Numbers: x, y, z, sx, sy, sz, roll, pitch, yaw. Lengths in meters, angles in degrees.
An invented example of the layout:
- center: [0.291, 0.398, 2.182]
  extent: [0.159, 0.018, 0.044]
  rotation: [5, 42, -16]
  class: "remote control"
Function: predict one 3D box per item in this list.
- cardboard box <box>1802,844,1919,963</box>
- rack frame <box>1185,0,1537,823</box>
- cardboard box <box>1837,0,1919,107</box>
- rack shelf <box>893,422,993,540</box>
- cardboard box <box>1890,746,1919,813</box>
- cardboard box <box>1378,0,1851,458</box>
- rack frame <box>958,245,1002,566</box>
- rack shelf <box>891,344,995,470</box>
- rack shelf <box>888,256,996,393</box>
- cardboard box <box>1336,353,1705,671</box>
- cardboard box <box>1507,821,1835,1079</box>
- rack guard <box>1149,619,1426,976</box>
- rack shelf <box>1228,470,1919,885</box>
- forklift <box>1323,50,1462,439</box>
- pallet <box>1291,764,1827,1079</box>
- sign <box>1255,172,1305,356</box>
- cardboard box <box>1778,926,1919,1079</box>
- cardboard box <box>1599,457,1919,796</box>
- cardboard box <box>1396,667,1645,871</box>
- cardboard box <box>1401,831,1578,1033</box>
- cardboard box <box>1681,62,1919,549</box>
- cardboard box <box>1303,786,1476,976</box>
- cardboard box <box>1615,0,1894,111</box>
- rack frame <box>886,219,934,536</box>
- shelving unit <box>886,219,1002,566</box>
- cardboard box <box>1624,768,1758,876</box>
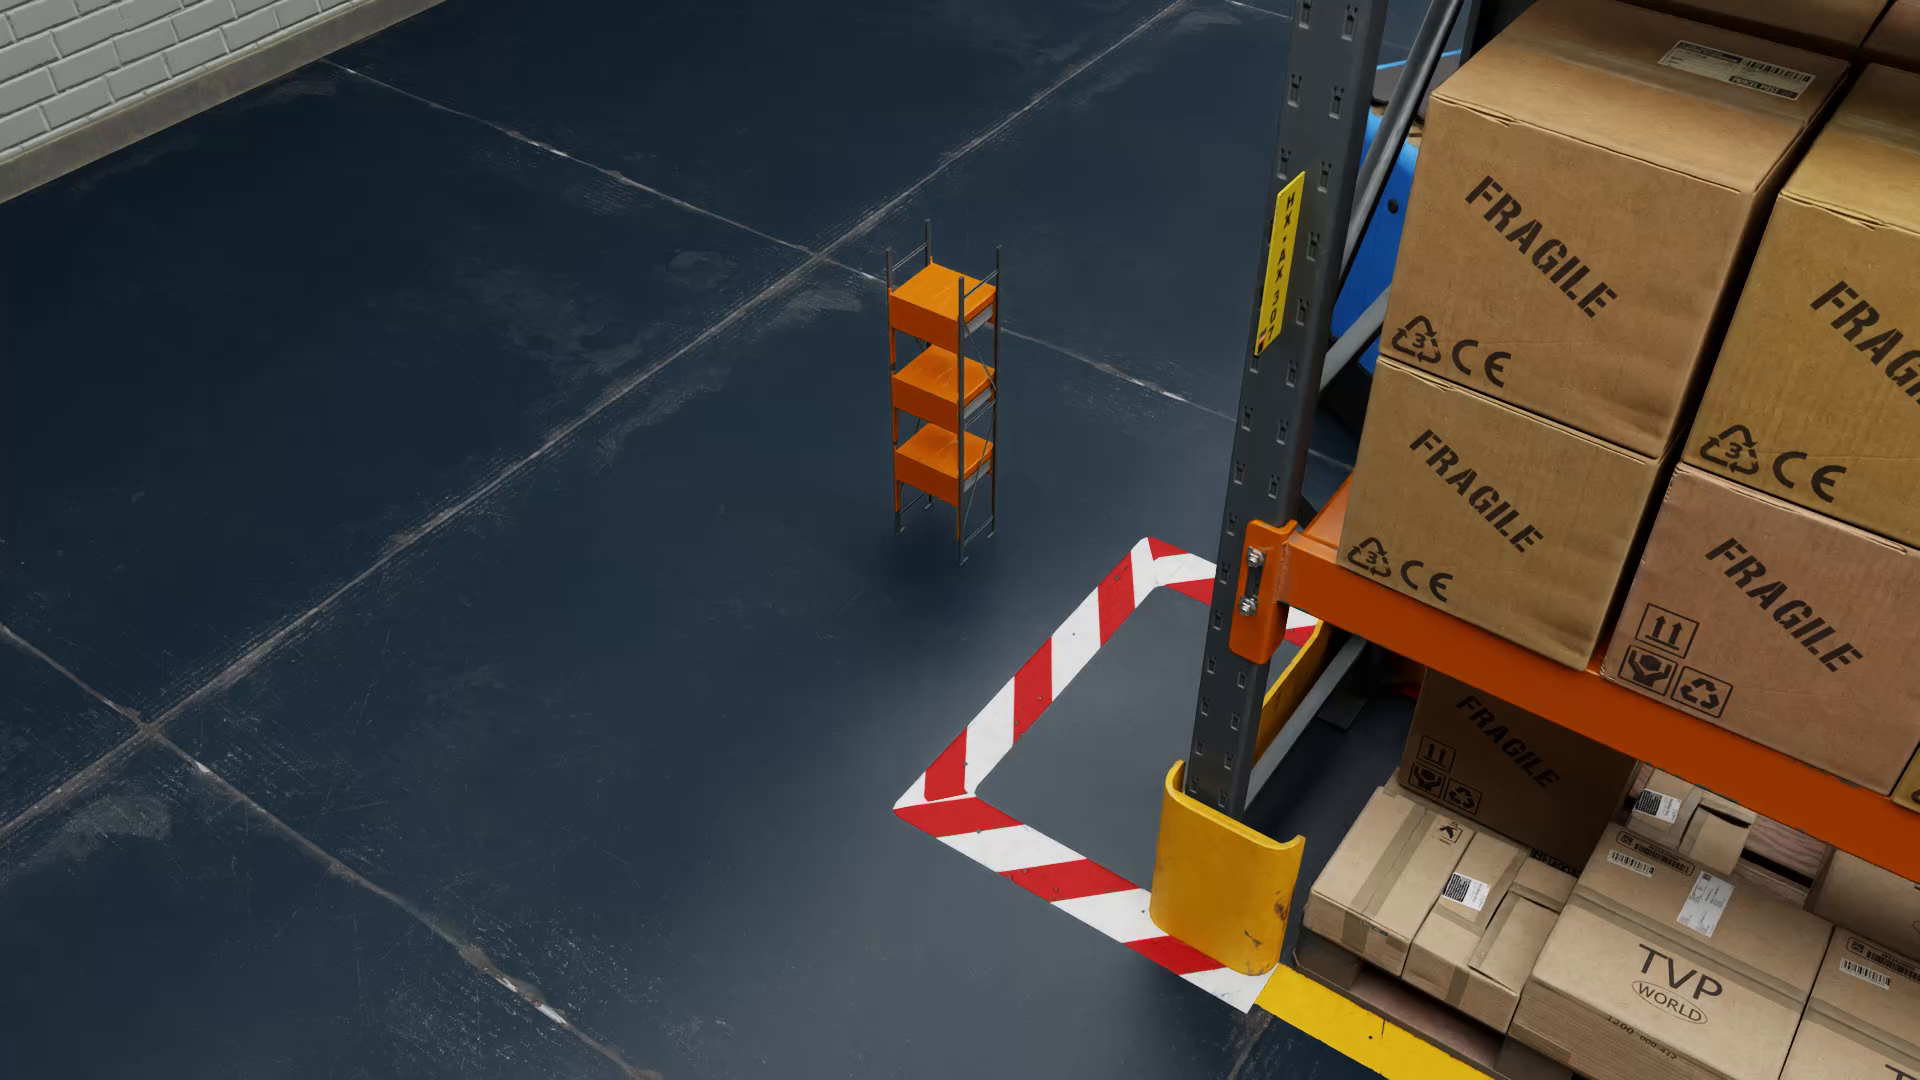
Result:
- center: [2.214, 0.865, 3.766]
  extent: [0.500, 0.250, 0.500]
  rotation: [25, 48, 25]
  class: "cardboard box"
- center: [0.866, -0.449, 3.503]
  extent: [0.127, 3.000, 1.000]
  rotation: [25, 48, 25]
  class: "rack frame"
- center: [1.803, -0.646, 2.898]
  extent: [0.500, 0.500, 0.500]
  rotation: [26, 48, 26]
  class: "cardboard box"
- center: [-0.044, -0.197, 5.115]
  extent: [0.240, 0.259, 0.215]
  rotation: [25, 48, 25]
  class: "rack shelf"
- center: [1.913, 0.216, 2.685]
  extent: [0.500, 0.500, 0.500]
  rotation: [25, 47, 25]
  class: "cardboard box"
- center: [1.078, -0.545, 2.785]
  extent: [0.500, 0.500, 0.500]
  rotation: [27, 48, 27]
  class: "cardboard box"
- center: [0.056, -0.365, 4.871]
  extent: [0.008, 1.050, 0.200]
  rotation: [25, 48, 25]
  class: "rack frame"
- center: [-0.044, -0.404, 4.930]
  extent: [0.240, 0.259, 0.215]
  rotation: [25, 48, 25]
  class: "rack shelf"
- center: [-0.044, -0.615, 4.741]
  extent: [0.240, 0.259, 0.215]
  rotation: [25, 48, 25]
  class: "rack shelf"
- center: [1.078, -0.173, 3.119]
  extent: [0.500, 0.500, 0.500]
  rotation: [26, 48, 26]
  class: "cardboard box"
- center: [1.558, 0.966, 3.653]
  extent: [0.500, 0.250, 0.500]
  rotation: [25, 48, 25]
  class: "cardboard box"
- center: [0.929, 0.511, 4.304]
  extent: [0.348, 0.500, 1.175]
  rotation: [25, 48, 25]
  class: "rack guard"
- center: [2.504, 0.584, 2.887]
  extent: [4.000, 0.370, 1.077]
  rotation: [25, 48, 25]
  class: "rack shelf"
- center: [2.686, -1.831, 5.099]
  extent: [3.031, 2.935, 1.130]
  rotation: [-15, 44, -16]
  class: "forklift"
- center: [1.582, 0.924, 4.060]
  extent: [1.213, 0.211, 1.003]
  rotation: [25, 48, 25]
  class: "pallet"
- center: [0.555, -0.476, 2.883]
  extent: [0.005, 0.325, 0.100]
  rotation: [25, 48, 25]
  class: "sign"
- center: [1.967, 1.157, 3.439]
  extent: [0.500, 0.250, 0.500]
  rotation: [25, 48, 25]
  class: "cardboard box"
- center: [1.504, 0.022, 2.901]
  extent: [0.500, 0.500, 0.500]
  rotation: [25, 47, 25]
  class: "cardboard box"
- center: [1.453, 0.392, 4.107]
  extent: [0.500, 0.500, 0.500]
  rotation: [25, 48, 25]
  class: "cardboard box"
- center: [1.217, 0.886, 3.805]
  extent: [0.250, 0.166, 0.380]
  rotation: [25, 48, 25]
  class: "cardboard box"
- center: [1.511, -0.349, 2.566]
  extent: [0.500, 0.500, 0.500]
  rotation: [26, 48, 26]
  class: "cardboard box"
- center: [1.012, 0.797, 3.918]
  extent: [0.250, 0.149, 0.380]
  rotation: [25, 48, 25]
  class: "cardboard box"
- center: [1.389, -0.839, 3.113]
  extent: [0.500, 0.500, 0.500]
  rotation: [25, 47, 25]
  class: "cardboard box"
- center: [-0.144, -0.458, 4.975]
  extent: [0.008, 1.050, 0.200]
  rotation: [25, 48, 25]
  class: "rack frame"
- center: [-0.044, -0.412, 4.923]
  extent: [0.252, 1.050, 0.215]
  rotation: [25, 48, 25]
  class: "shelving unit"
- center: [1.733, 0.720, 3.990]
  extent: [0.250, 0.166, 0.380]
  rotation: [25, 48, 25]
  class: "cardboard box"
